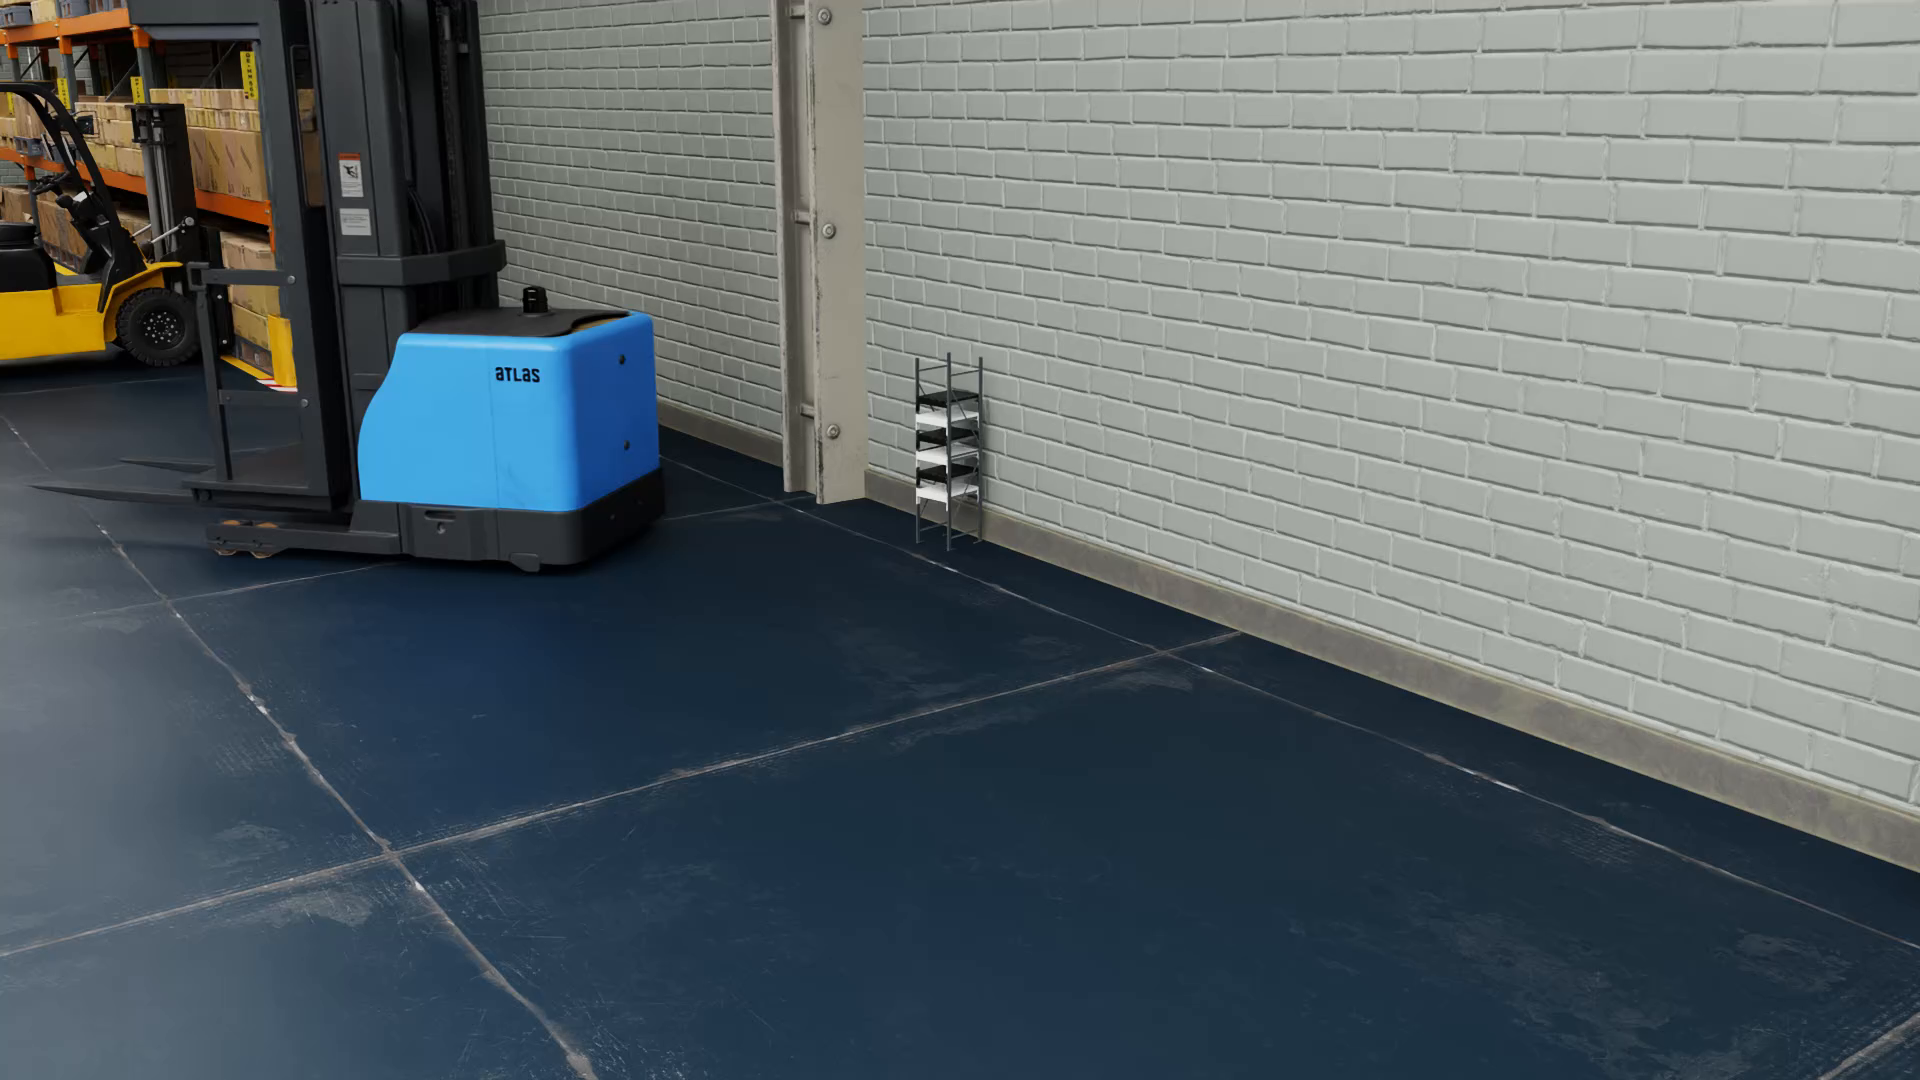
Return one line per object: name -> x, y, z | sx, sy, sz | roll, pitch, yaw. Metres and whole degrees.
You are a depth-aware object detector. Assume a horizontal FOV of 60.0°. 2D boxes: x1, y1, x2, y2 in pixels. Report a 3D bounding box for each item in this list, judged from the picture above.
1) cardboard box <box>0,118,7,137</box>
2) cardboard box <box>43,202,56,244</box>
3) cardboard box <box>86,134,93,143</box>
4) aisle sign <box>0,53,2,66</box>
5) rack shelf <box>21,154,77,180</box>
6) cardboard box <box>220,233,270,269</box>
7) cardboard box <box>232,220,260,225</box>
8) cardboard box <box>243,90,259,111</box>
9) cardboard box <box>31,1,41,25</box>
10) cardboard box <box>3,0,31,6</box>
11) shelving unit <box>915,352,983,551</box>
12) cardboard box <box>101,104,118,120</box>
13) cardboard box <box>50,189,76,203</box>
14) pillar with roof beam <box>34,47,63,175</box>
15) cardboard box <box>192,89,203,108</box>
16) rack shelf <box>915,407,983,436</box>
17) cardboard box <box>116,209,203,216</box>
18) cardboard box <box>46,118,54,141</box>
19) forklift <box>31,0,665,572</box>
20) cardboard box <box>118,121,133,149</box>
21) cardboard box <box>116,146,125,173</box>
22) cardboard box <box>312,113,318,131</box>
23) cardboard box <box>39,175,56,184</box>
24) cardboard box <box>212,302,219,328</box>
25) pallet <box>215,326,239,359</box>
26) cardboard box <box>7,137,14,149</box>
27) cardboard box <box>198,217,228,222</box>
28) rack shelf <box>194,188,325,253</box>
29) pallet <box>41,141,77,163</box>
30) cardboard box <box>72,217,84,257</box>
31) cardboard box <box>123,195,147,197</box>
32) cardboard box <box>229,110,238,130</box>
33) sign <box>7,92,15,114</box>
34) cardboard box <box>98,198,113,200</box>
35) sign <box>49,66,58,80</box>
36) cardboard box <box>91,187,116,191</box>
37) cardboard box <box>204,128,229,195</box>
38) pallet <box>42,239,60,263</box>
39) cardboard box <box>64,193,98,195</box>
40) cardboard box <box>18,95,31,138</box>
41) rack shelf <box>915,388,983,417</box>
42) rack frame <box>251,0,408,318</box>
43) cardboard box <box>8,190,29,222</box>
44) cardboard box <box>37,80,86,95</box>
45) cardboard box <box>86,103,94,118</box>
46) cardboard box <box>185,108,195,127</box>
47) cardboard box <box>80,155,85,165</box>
cardboard box -> -12.712, -5.610, 22.612 | 0.500, 0.250, 0.500 | -11, 19, -35
cardboard box -> -11.202, -4.001, 20.953 | 0.500, 0.500, 0.500 | -11, 19, -35
cardboard box -> -8.917, -4.330, 17.550 | 0.500, 0.250, 0.500 | -10, 18, -33
aisle sign -> -14.255, -7.332, 24.258 | 0.394, 0.787, 0.004 | -11, 19, -35
rack shelf -> -10.450, -4.481, 20.128 | 1.077, 0.370, 4.000 | -11, 19, -35
cardboard box -> -5.703, -2.315, 13.372 | 0.500, 0.250, 0.500 | -11, 19, -34
cardboard box -> -6.166, -2.724, 14.866 | 0.500, 0.250, 0.500 | -11, 19, -35
cardboard box -> -5.121, -3.289, 12.428 | 0.380, 0.149, 0.250 | -11, 19, -34
cardboard box -> -10.362, -6.061, 19.141 | 0.500, 0.250, 0.500 | -11, 19, -35
cardboard box -> -11.340, -6.539, 20.094 | 0.380, 0.149, 0.250 | -11, 19, -34
shelving unit -> -0.052, -0.422, 7.914 | 0.210, 0.900, 0.258 | 14, 20, 40
cardboard box -> -8.296, -4.259, 16.537 | 0.380, 0.149, 0.250 | -11, 19, -36
cardboard box -> -11.244, -4.347, 20.986 | 0.380, 0.149, 0.250 | -12, 19, -37
pillar with roof beam -> -18.316, -9.050, 24.096 | 9.100, 9.000, 0.400 | -11, 19, -35
cardboard box -> -6.153, -3.674, 13.837 | 0.380, 0.149, 0.250 | -11, 19, -35
rack shelf -> -0.052, -0.564, 7.875 | 0.200, 0.077, 0.258 | 14, 20, 40
cardboard box -> -8.528, -3.184, 17.731 | 0.875, 0.625, 0.625 | -10, 18, -33
cardboard box -> -10.156, -4.706, 19.077 | 0.500, 0.250, 0.500 | -12, 19, -37
forklift -> -3.043, -1.457, 7.846 | 3.031, 2.935, 1.130 | 4, 16, 13
cardboard box -> -7.726, -3.889, 15.941 | 0.500, 0.250, 0.500 | -11, 19, -36
cardboard box -> -7.997, -3.758, 16.410 | 0.500, 0.250, 0.500 | -11, 19, -34
cardboard box -> -4.756, -3.209, 12.701 | 0.380, 0.149, 0.250 | -11, 19, -35
cardboard box -> -11.581, -4.600, 21.347 | 0.380, 0.149, 0.250 | -11, 19, -35
cardboard box -> -5.997, -1.943, 13.907 | 0.500, 0.250, 0.500 | -10, 18, -33
pallet -> -5.767, -1.765, 14.123 | 1.003, 0.211, 1.213 | -11, 19, -35
cardboard box -> -12.666, -5.377, 22.515 | 0.380, 0.149, 0.250 | -11, 19, -35
cardboard box -> -6.891, -2.753, 14.972 | 0.500, 0.250, 0.500 | -11, 19, -35
rack shelf -> -5.746, -2.772, 13.887 | 1.077, 0.370, 4.000 | -11, 19, -35
pallet -> -9.729, -4.442, 18.987 | 1.213, 0.211, 1.003 | -11, 19, -35
cardboard box -> -9.982, -3.563, 19.352 | 0.500, 0.500, 0.500 | -11, 19, -35
cardboard box -> -9.759, -4.044, 19.881 | 0.380, 0.149, 0.250 | -12, 19, -37
cardboard box -> -5.414, -3.254, 12.863 | 0.380, 0.149, 0.250 | -11, 19, -35
sign -> -12.060, -5.587, 21.165 | 0.100, 0.325, 0.005 | -11, 19, -35
cardboard box -> -10.074, -3.893, 19.329 | 0.380, 0.149, 0.250 | -12, 19, -36
sign -> -13.517, -6.902, 24.819 | 0.100, 0.325, 0.005 | -11, 19, -35
cardboard box -> -11.017, -4.475, 21.456 | 0.380, 0.149, 0.250 | -11, 19, -35
cardboard box -> -5.671, -3.027, 13.263 | 0.500, 0.500, 0.500 | -11, 19, -36
pallet -> -11.117, -3.742, 21.348 | 1.003, 0.211, 1.213 | -11, 19, -35
cardboard box -> -10.629, -4.124, 20.174 | 0.380, 0.149, 0.250 | -11, 19, -34
cardboard box -> -11.218, -5.257, 20.616 | 0.700, 0.500, 0.500 | -11, 19, -34
rack shelf -> -0.052, -0.650, 7.851 | 0.200, 0.077, 0.258 | 14, 20, 40
rack frame -> -4.570, -2.692, 12.231 | 1.000, 3.000, 0.127 | -11, 19, -35
cardboard box -> -12.994, -4.644, 23.300 | 0.500, 0.500, 0.500 | -10, 18, -34
cardboard box -> -12.286, -6.047, 22.788 | 0.500, 0.500, 0.500 | -11, 19, -36
cardboard box -> -8.995, -4.540, 17.565 | 0.380, 0.149, 0.250 | -10, 18, -33
cardboard box -> -6.218, -3.521, 13.840 | 0.380, 0.149, 0.250 | -12, 19, -36
cardboard box -> -9.211, -4.196, 18.008 | 0.500, 0.250, 0.500 | -11, 19, -34
